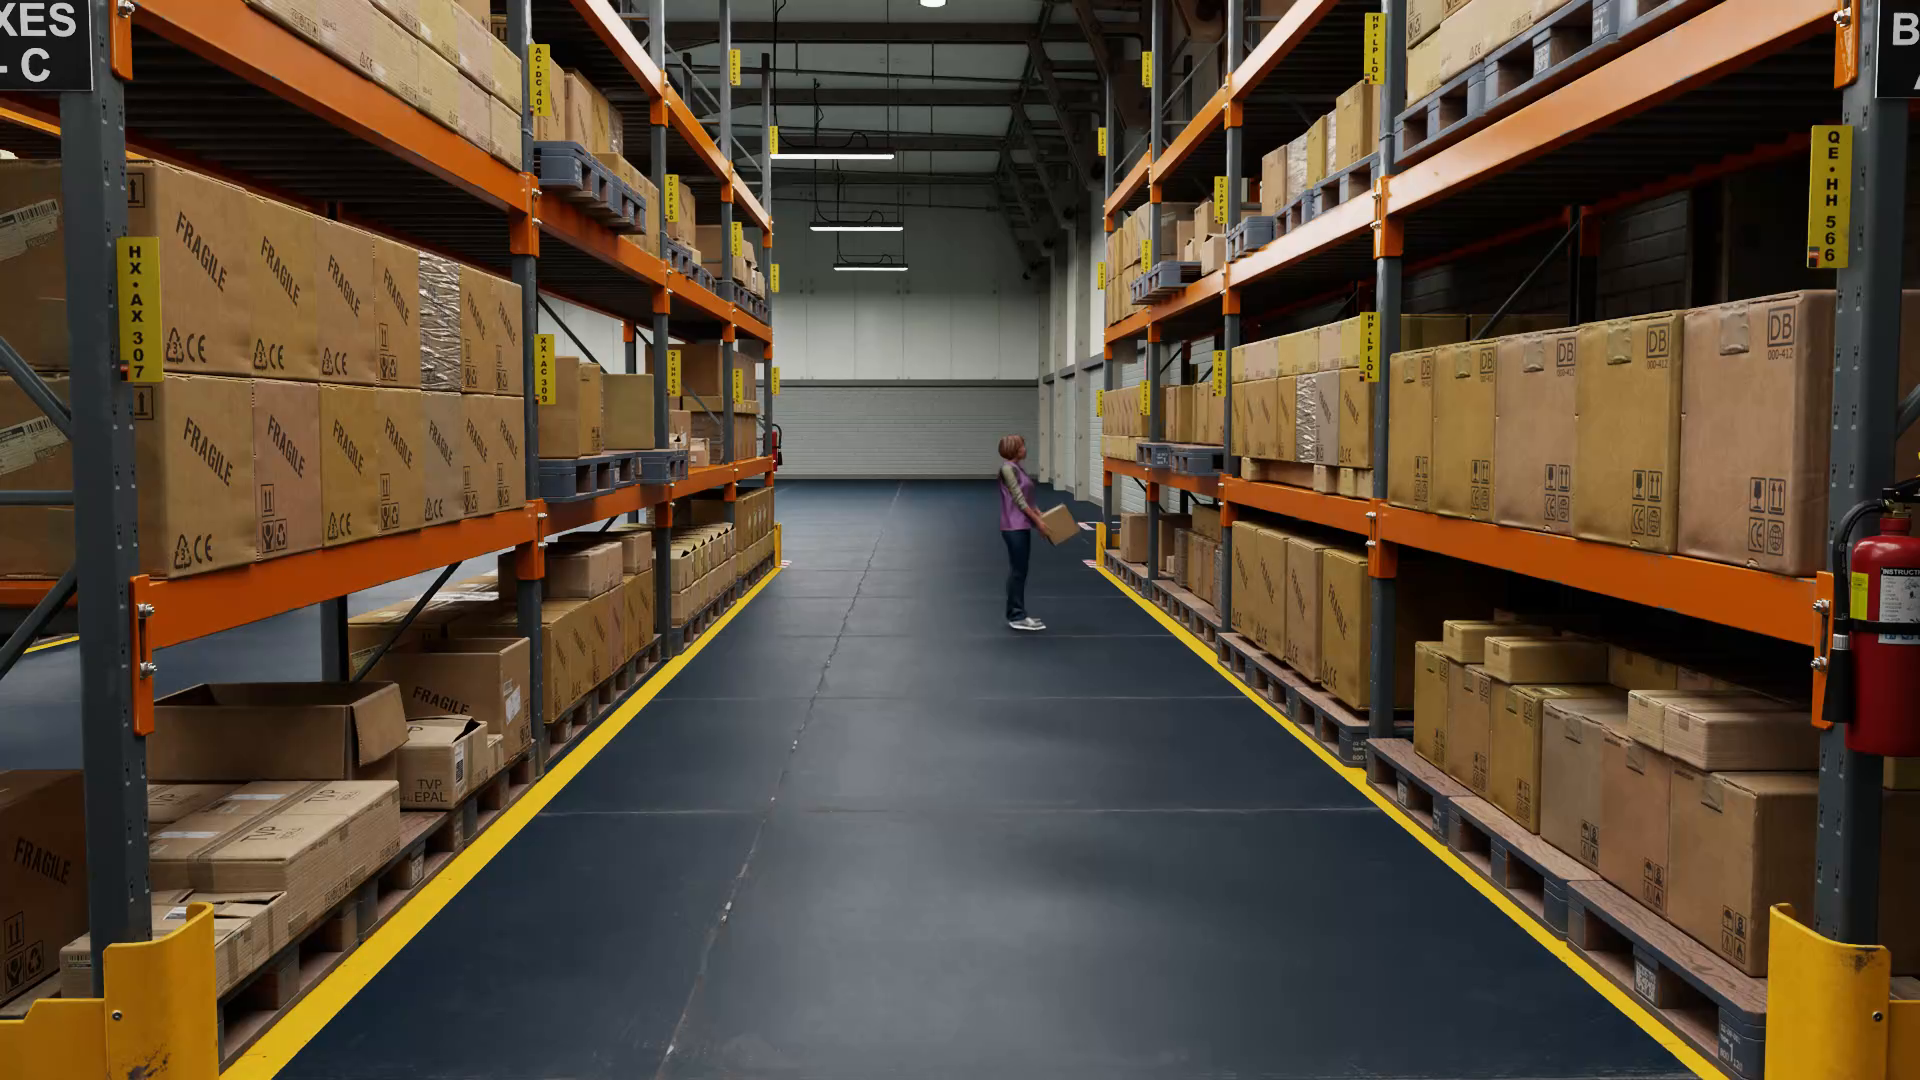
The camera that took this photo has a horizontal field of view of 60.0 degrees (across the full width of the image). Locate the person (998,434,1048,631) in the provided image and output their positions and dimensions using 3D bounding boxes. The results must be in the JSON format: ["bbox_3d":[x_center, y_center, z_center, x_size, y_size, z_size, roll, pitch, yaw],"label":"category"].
[{"bbox_3d":[0.538,-0.071,13.703,0.449,1.601,0.434,1,4,15],"label":"person"}]
